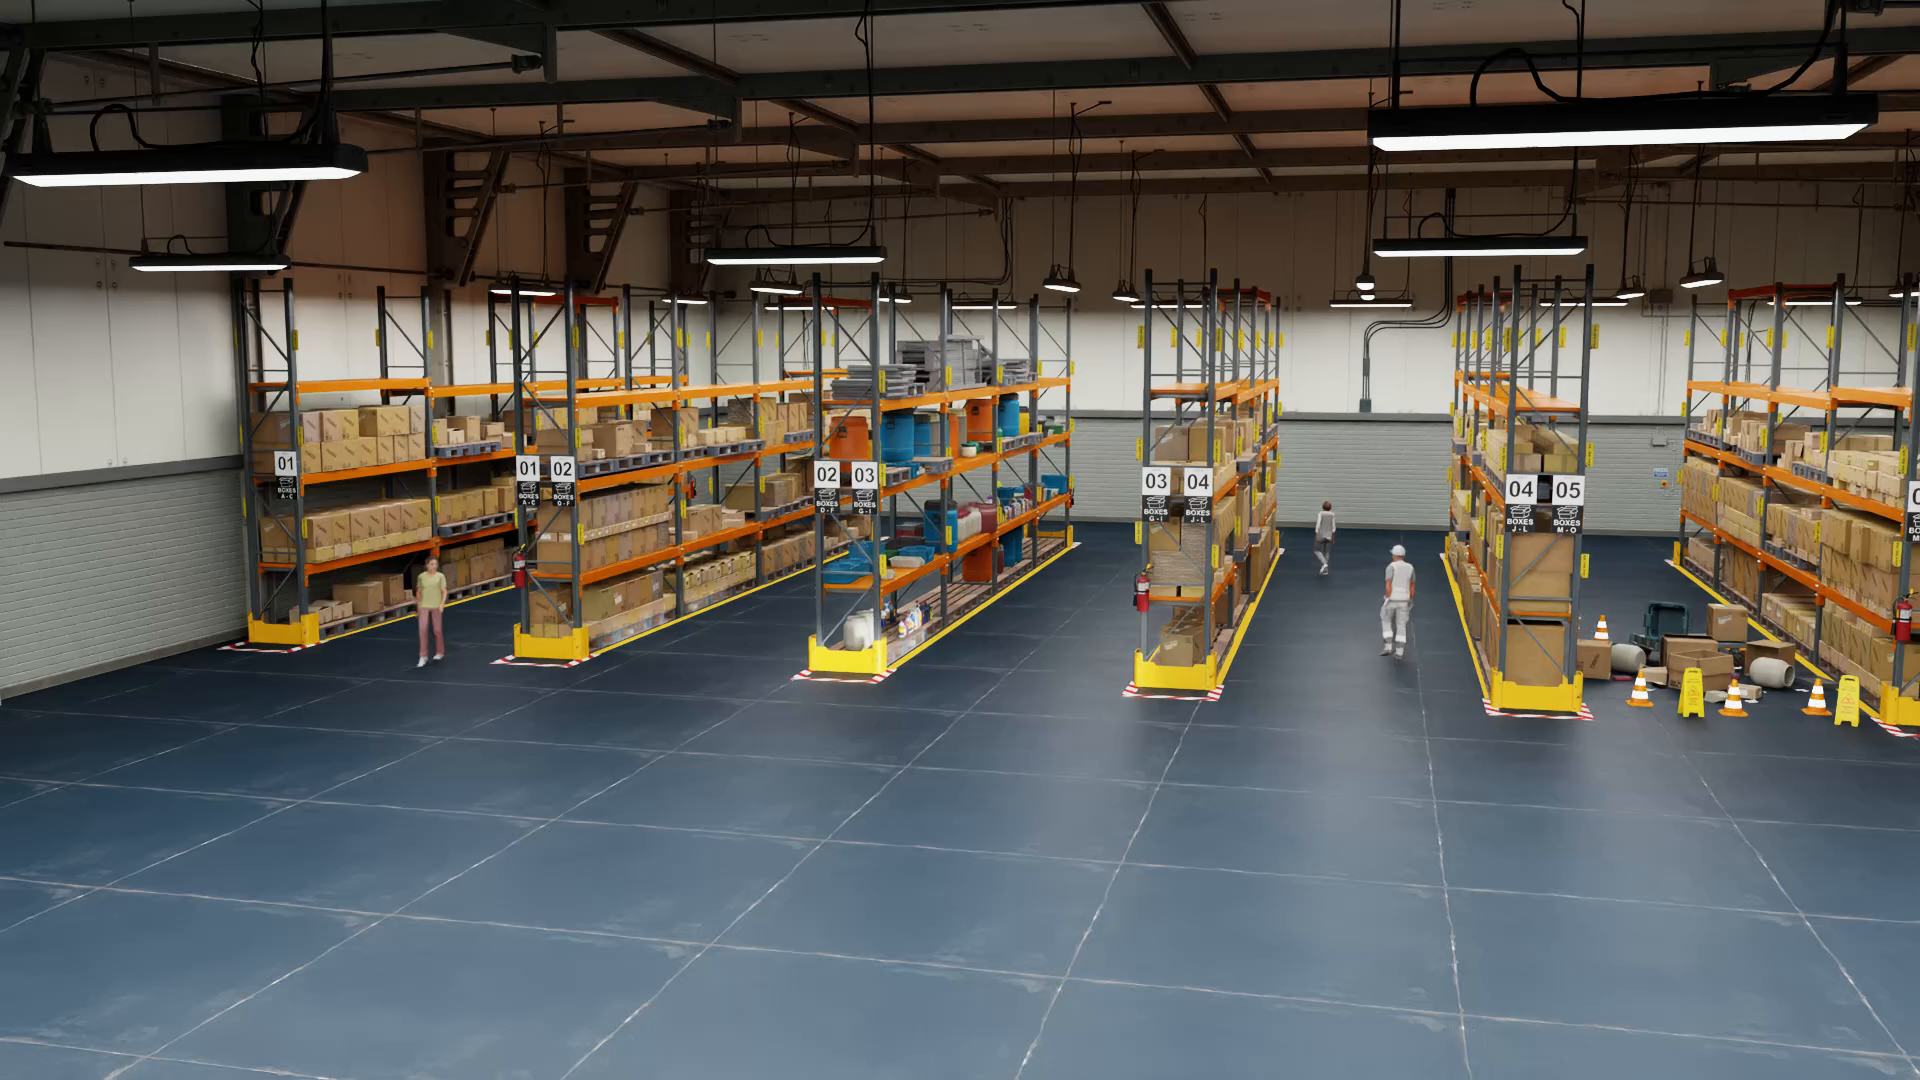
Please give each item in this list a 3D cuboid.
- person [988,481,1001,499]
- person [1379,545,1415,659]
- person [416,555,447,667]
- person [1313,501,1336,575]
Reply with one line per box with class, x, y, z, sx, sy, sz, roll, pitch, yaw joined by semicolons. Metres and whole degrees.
person;0.863;-0.482;38.471;0.618;1.765;0.465;-4;8;-29
person;6.920;0.991;26.217;0.524;1.804;0.559;0;7;3
person;-8.232;1.091;25.888;0.469;1.657;0.738;-2;7;-13
person;7.782;-0.034;35.419;0.469;1.602;0.547;-1;7;-8
